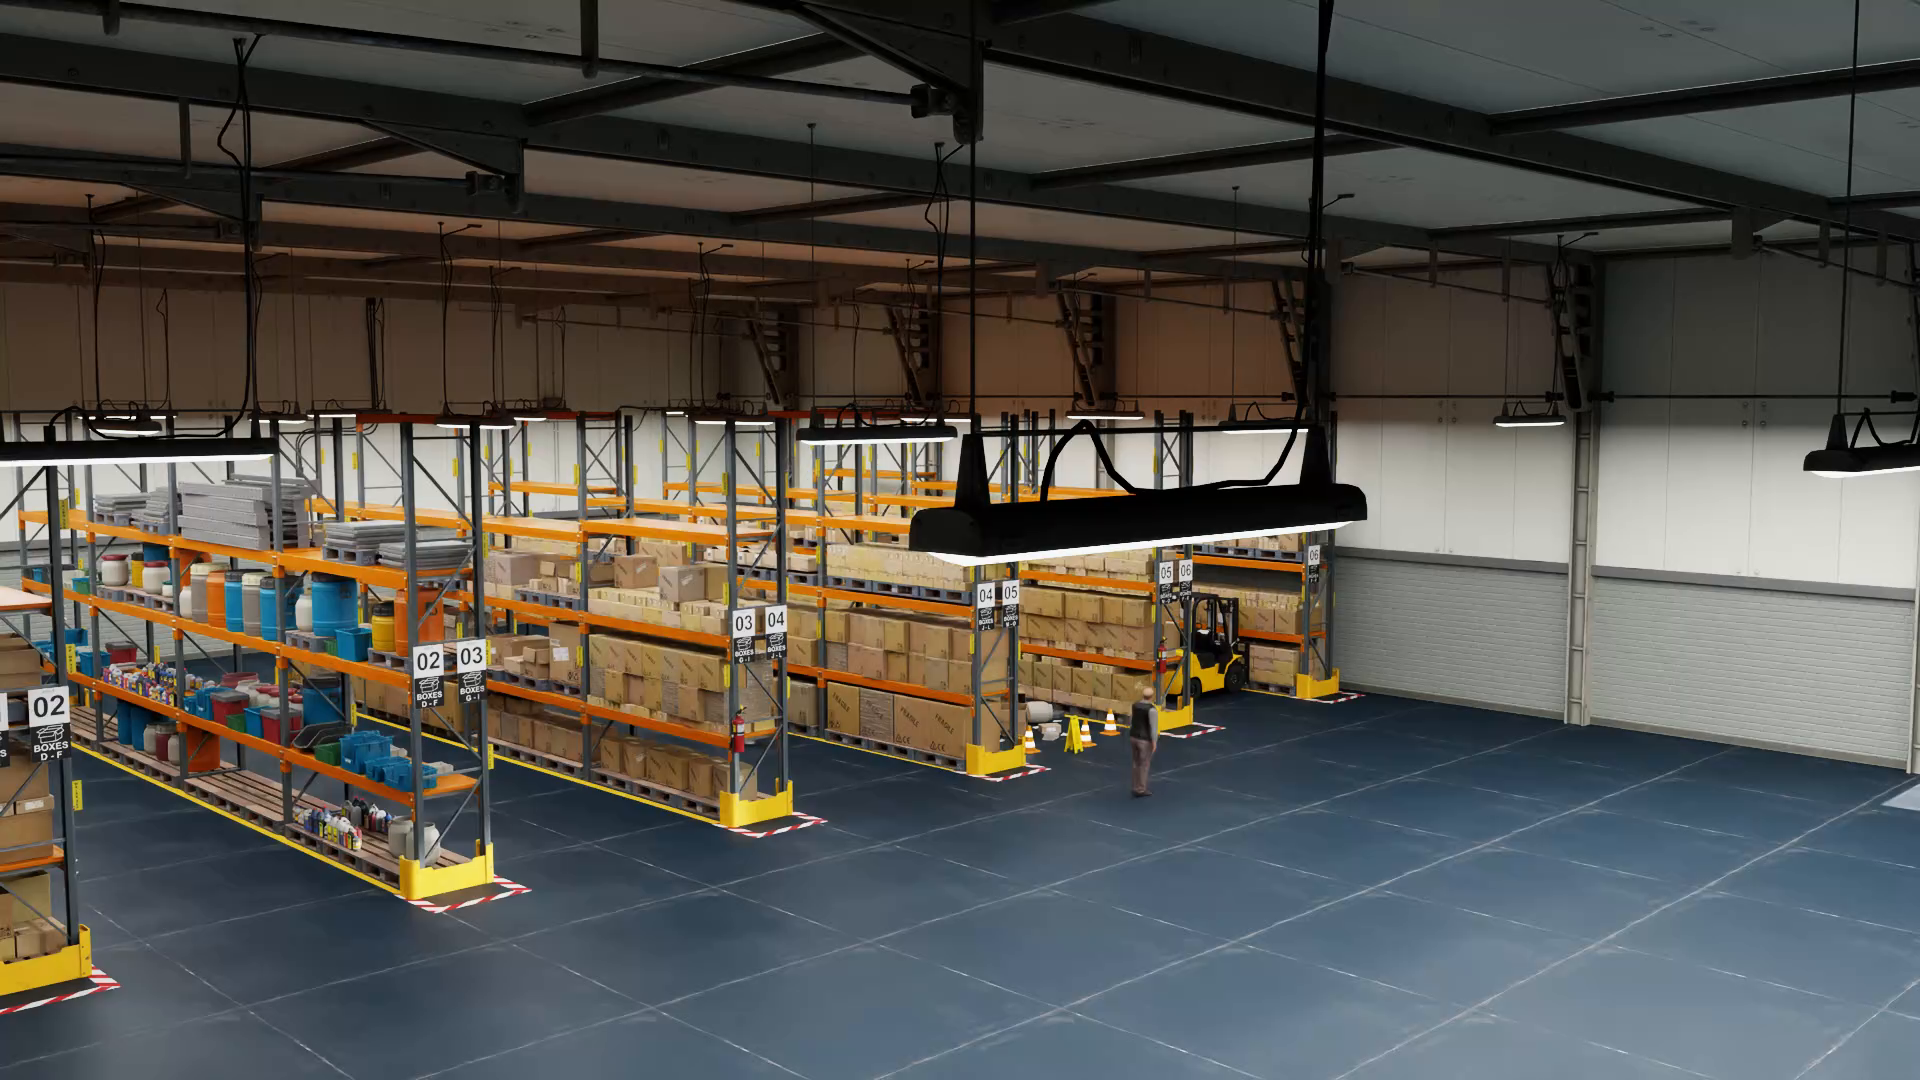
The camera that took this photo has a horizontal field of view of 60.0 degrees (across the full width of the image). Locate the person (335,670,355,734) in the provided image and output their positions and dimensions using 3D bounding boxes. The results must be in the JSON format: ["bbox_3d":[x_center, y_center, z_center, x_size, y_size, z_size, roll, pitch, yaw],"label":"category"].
[{"bbox_3d":[-10.814,2.999,29.338,0.490,1.626,0.345,4,6,39],"label":"person"}]

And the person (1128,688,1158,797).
[{"bbox_3d":[2.902,3.189,26.302,0.382,1.723,0.563,-4,6,-37],"label":"person"}]

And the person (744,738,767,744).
[{"bbox_3d":[-3.771,2.862,30.401,0.608,1.685,0.646,-1,5,-16],"label":"person"}]
